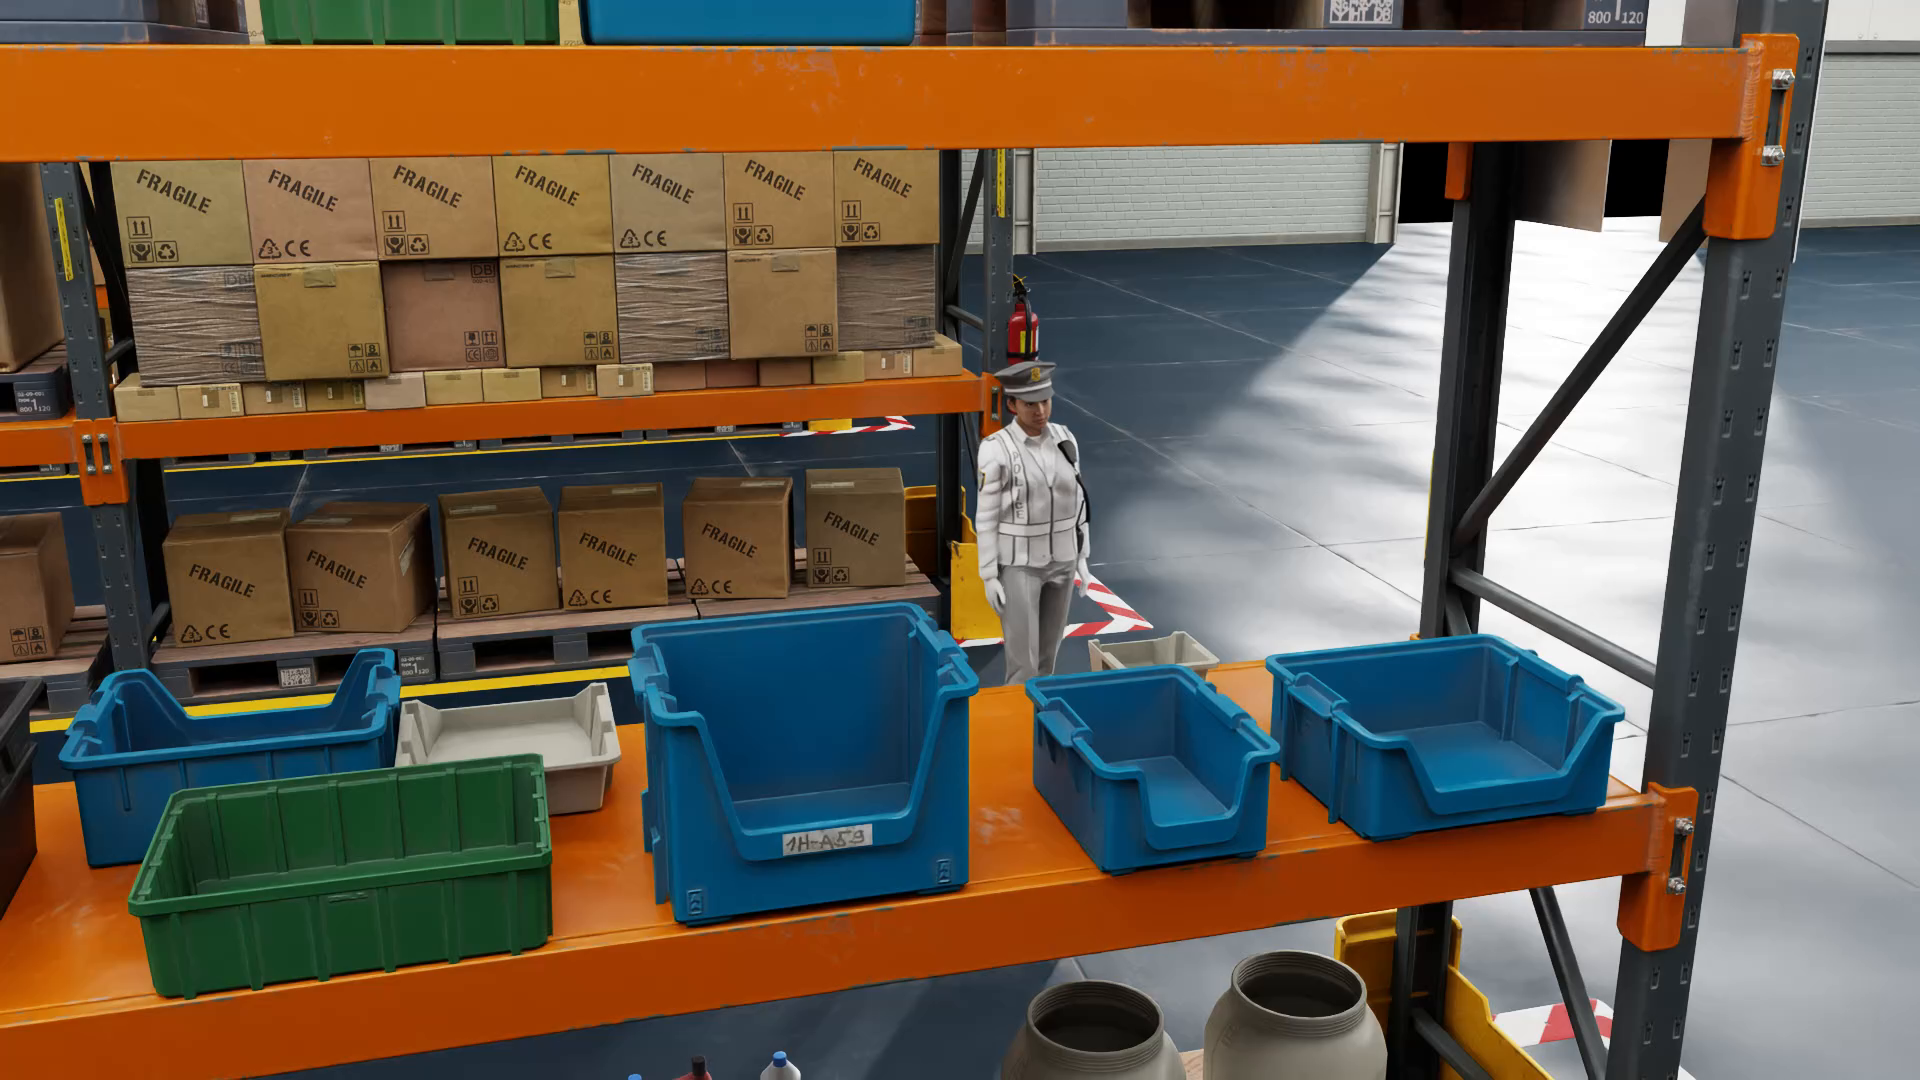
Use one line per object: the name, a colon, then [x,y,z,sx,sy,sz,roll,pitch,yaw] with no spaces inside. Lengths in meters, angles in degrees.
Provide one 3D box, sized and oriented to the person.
person: [0.367,0.151,6.481,0.514,1.680,0.600,-9,18,-27]
